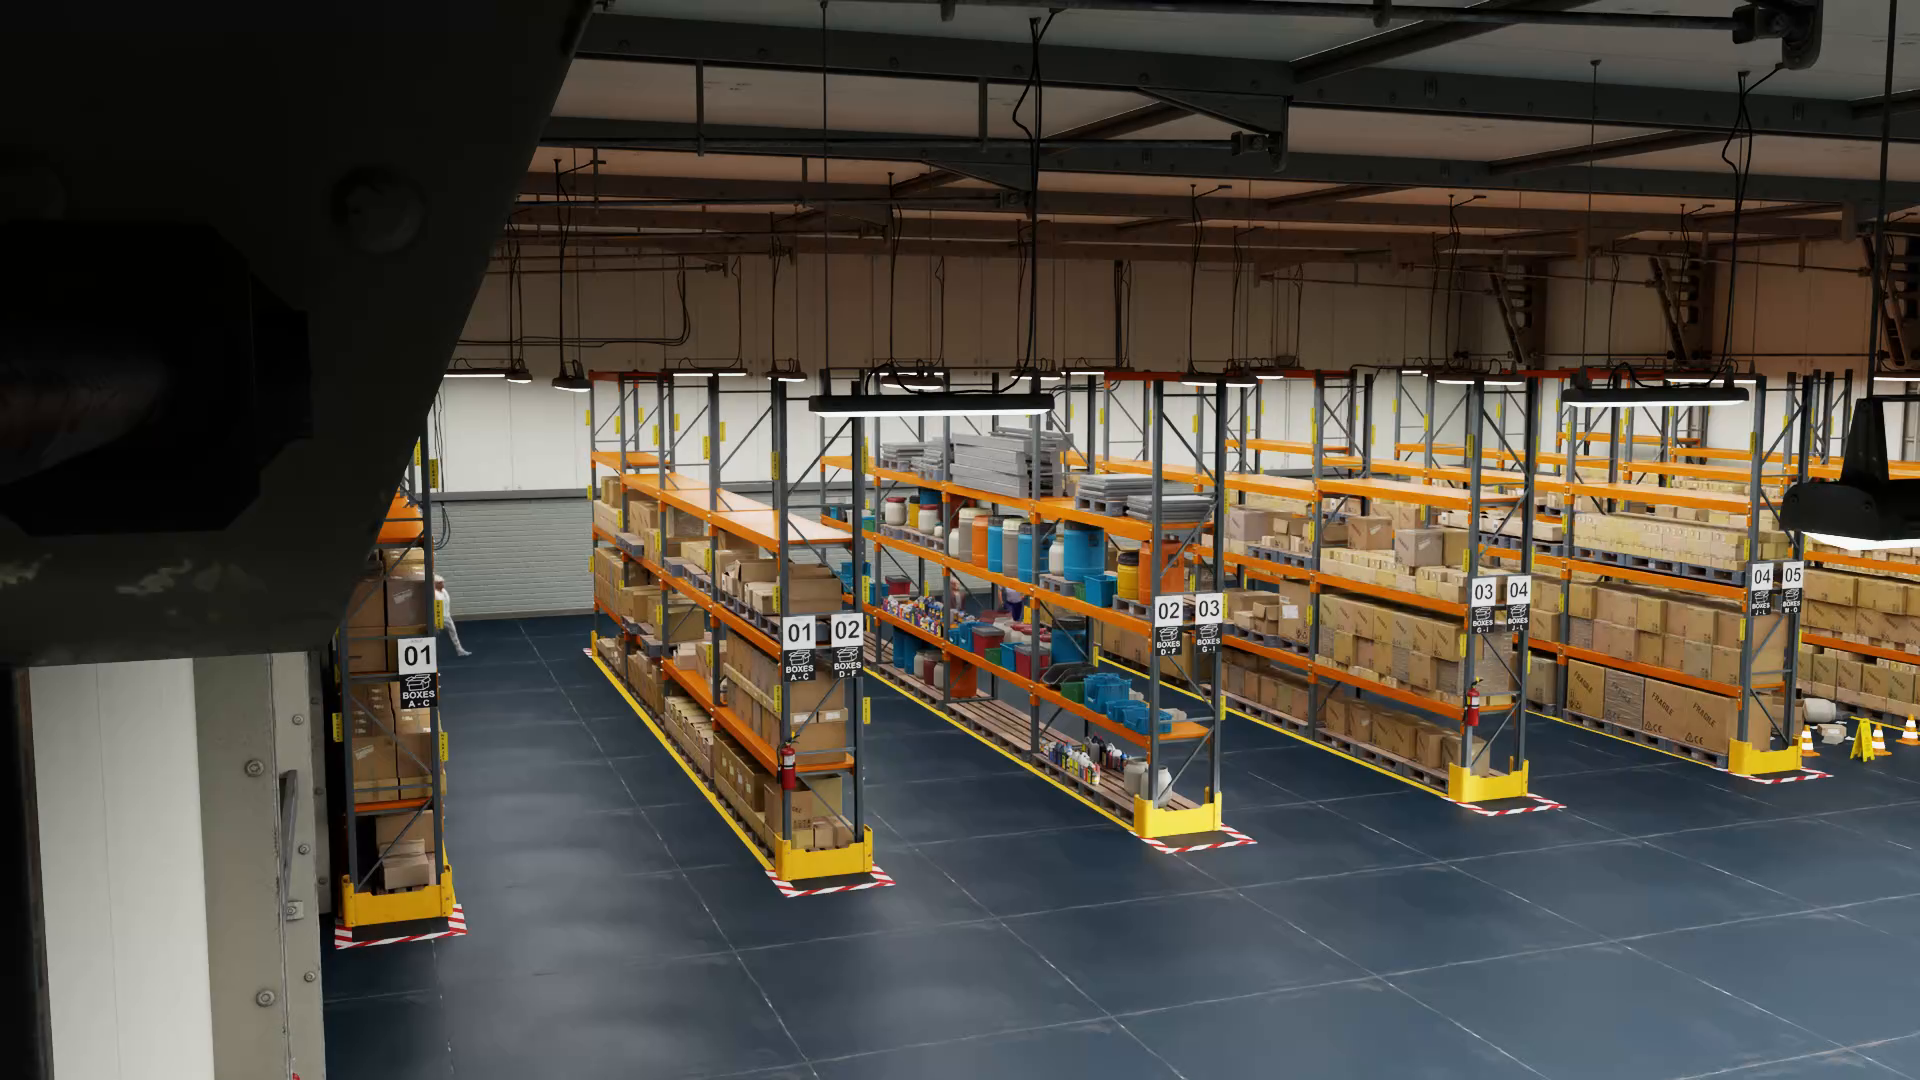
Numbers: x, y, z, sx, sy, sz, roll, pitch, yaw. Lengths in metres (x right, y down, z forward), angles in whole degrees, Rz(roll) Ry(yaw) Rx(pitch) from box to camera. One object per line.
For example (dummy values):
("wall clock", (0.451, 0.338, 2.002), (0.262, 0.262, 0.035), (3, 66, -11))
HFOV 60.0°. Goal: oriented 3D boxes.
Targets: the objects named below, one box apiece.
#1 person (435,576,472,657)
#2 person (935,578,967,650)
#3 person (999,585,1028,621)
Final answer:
("person", (-10.711, 1.593, 34.583), (1.014, 1.727, 0.639), (2, 7, 17))
("person", (-0.102, 1.656, 34.260), (0.679, 1.729, 1.084), (-4, 8, -33))
("person", (1.205, 1.468, 36.187), (0.602, 1.589, 1.028), (-2, 7, -19))
